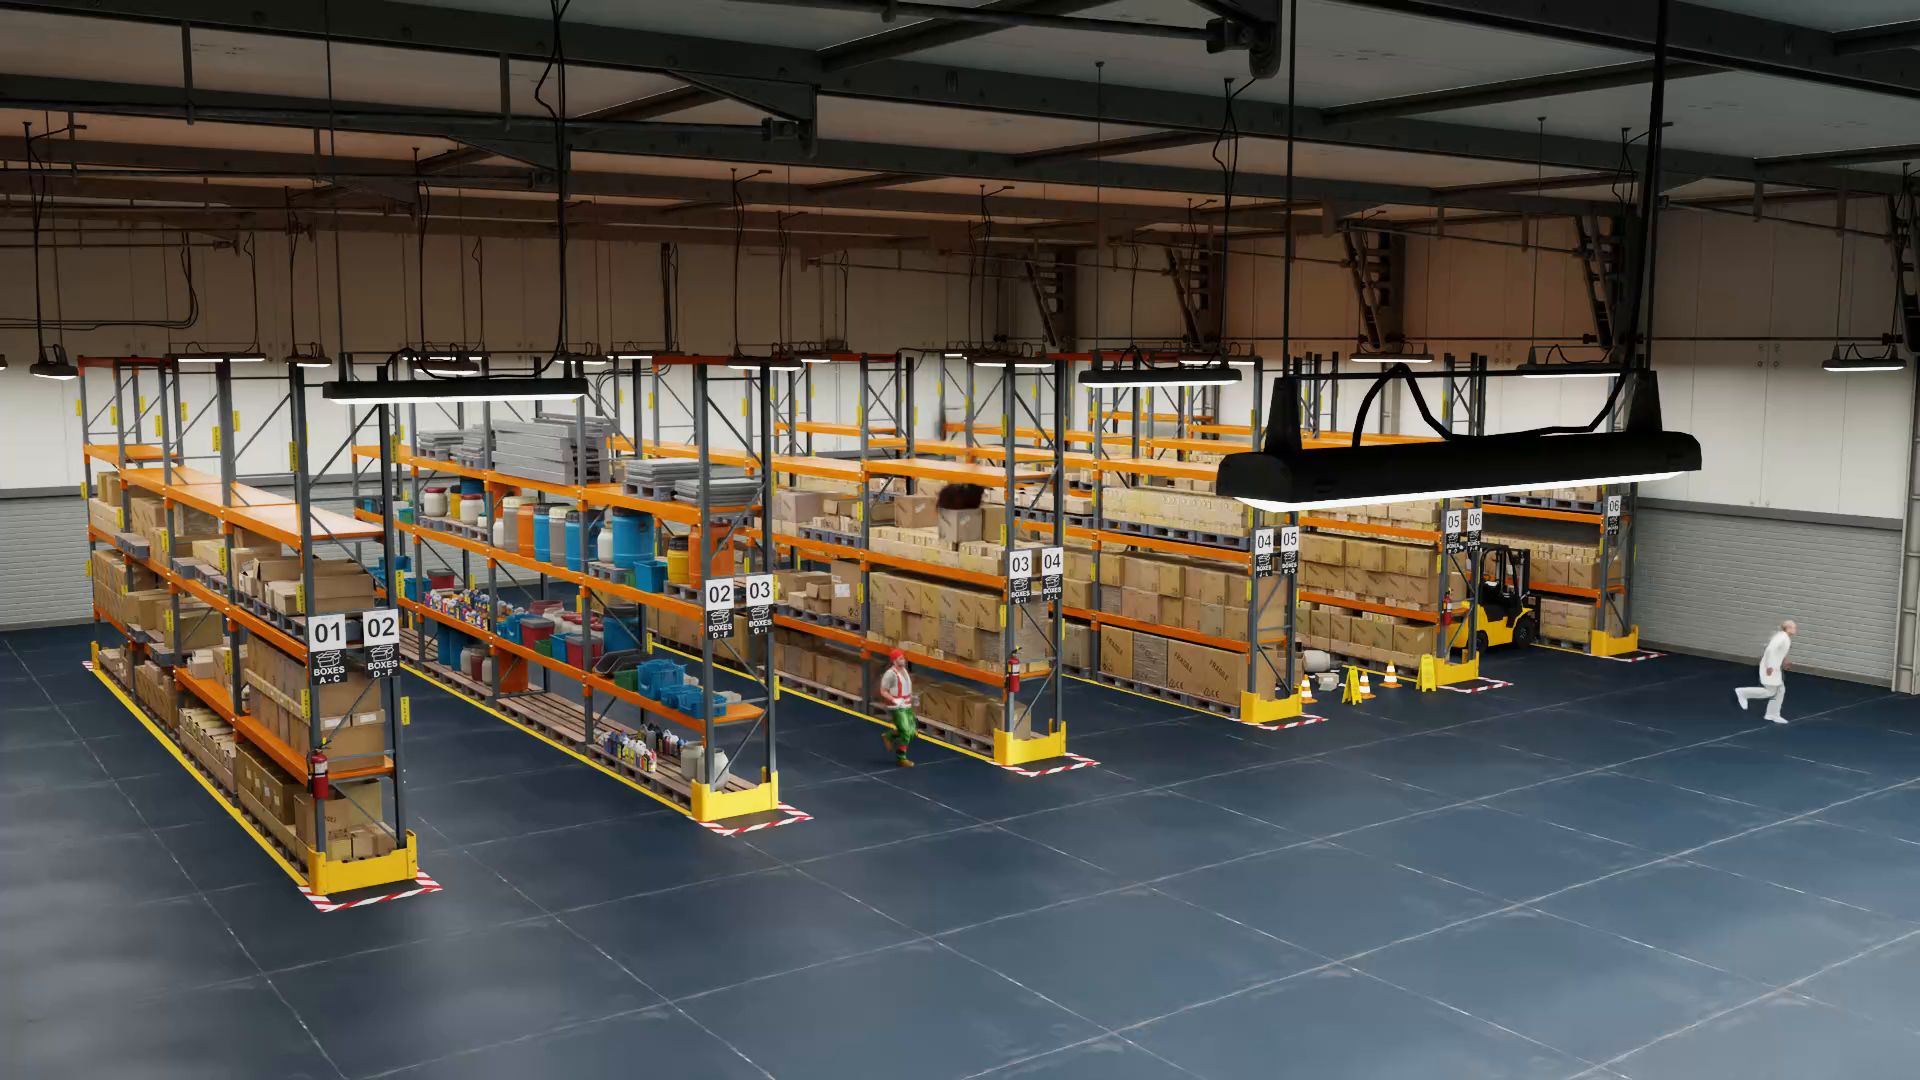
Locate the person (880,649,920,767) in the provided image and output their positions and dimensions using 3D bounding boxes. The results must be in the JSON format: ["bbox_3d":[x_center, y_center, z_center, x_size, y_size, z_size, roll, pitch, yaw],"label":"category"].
[{"bbox_3d":[-0.953,2.482,24.731,0.607,1.744,0.656,4,8,31],"label":"person"}]

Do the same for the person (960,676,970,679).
[{"bbox_3d":[0.102,1.710,31.062,0.672,1.749,0.640,-6,9,-43],"label":"person"}]

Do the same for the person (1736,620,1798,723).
[{"bbox_3d":[13.384,2.163,27.625,0.872,1.724,0.711,3,7,22],"label":"person"}]
